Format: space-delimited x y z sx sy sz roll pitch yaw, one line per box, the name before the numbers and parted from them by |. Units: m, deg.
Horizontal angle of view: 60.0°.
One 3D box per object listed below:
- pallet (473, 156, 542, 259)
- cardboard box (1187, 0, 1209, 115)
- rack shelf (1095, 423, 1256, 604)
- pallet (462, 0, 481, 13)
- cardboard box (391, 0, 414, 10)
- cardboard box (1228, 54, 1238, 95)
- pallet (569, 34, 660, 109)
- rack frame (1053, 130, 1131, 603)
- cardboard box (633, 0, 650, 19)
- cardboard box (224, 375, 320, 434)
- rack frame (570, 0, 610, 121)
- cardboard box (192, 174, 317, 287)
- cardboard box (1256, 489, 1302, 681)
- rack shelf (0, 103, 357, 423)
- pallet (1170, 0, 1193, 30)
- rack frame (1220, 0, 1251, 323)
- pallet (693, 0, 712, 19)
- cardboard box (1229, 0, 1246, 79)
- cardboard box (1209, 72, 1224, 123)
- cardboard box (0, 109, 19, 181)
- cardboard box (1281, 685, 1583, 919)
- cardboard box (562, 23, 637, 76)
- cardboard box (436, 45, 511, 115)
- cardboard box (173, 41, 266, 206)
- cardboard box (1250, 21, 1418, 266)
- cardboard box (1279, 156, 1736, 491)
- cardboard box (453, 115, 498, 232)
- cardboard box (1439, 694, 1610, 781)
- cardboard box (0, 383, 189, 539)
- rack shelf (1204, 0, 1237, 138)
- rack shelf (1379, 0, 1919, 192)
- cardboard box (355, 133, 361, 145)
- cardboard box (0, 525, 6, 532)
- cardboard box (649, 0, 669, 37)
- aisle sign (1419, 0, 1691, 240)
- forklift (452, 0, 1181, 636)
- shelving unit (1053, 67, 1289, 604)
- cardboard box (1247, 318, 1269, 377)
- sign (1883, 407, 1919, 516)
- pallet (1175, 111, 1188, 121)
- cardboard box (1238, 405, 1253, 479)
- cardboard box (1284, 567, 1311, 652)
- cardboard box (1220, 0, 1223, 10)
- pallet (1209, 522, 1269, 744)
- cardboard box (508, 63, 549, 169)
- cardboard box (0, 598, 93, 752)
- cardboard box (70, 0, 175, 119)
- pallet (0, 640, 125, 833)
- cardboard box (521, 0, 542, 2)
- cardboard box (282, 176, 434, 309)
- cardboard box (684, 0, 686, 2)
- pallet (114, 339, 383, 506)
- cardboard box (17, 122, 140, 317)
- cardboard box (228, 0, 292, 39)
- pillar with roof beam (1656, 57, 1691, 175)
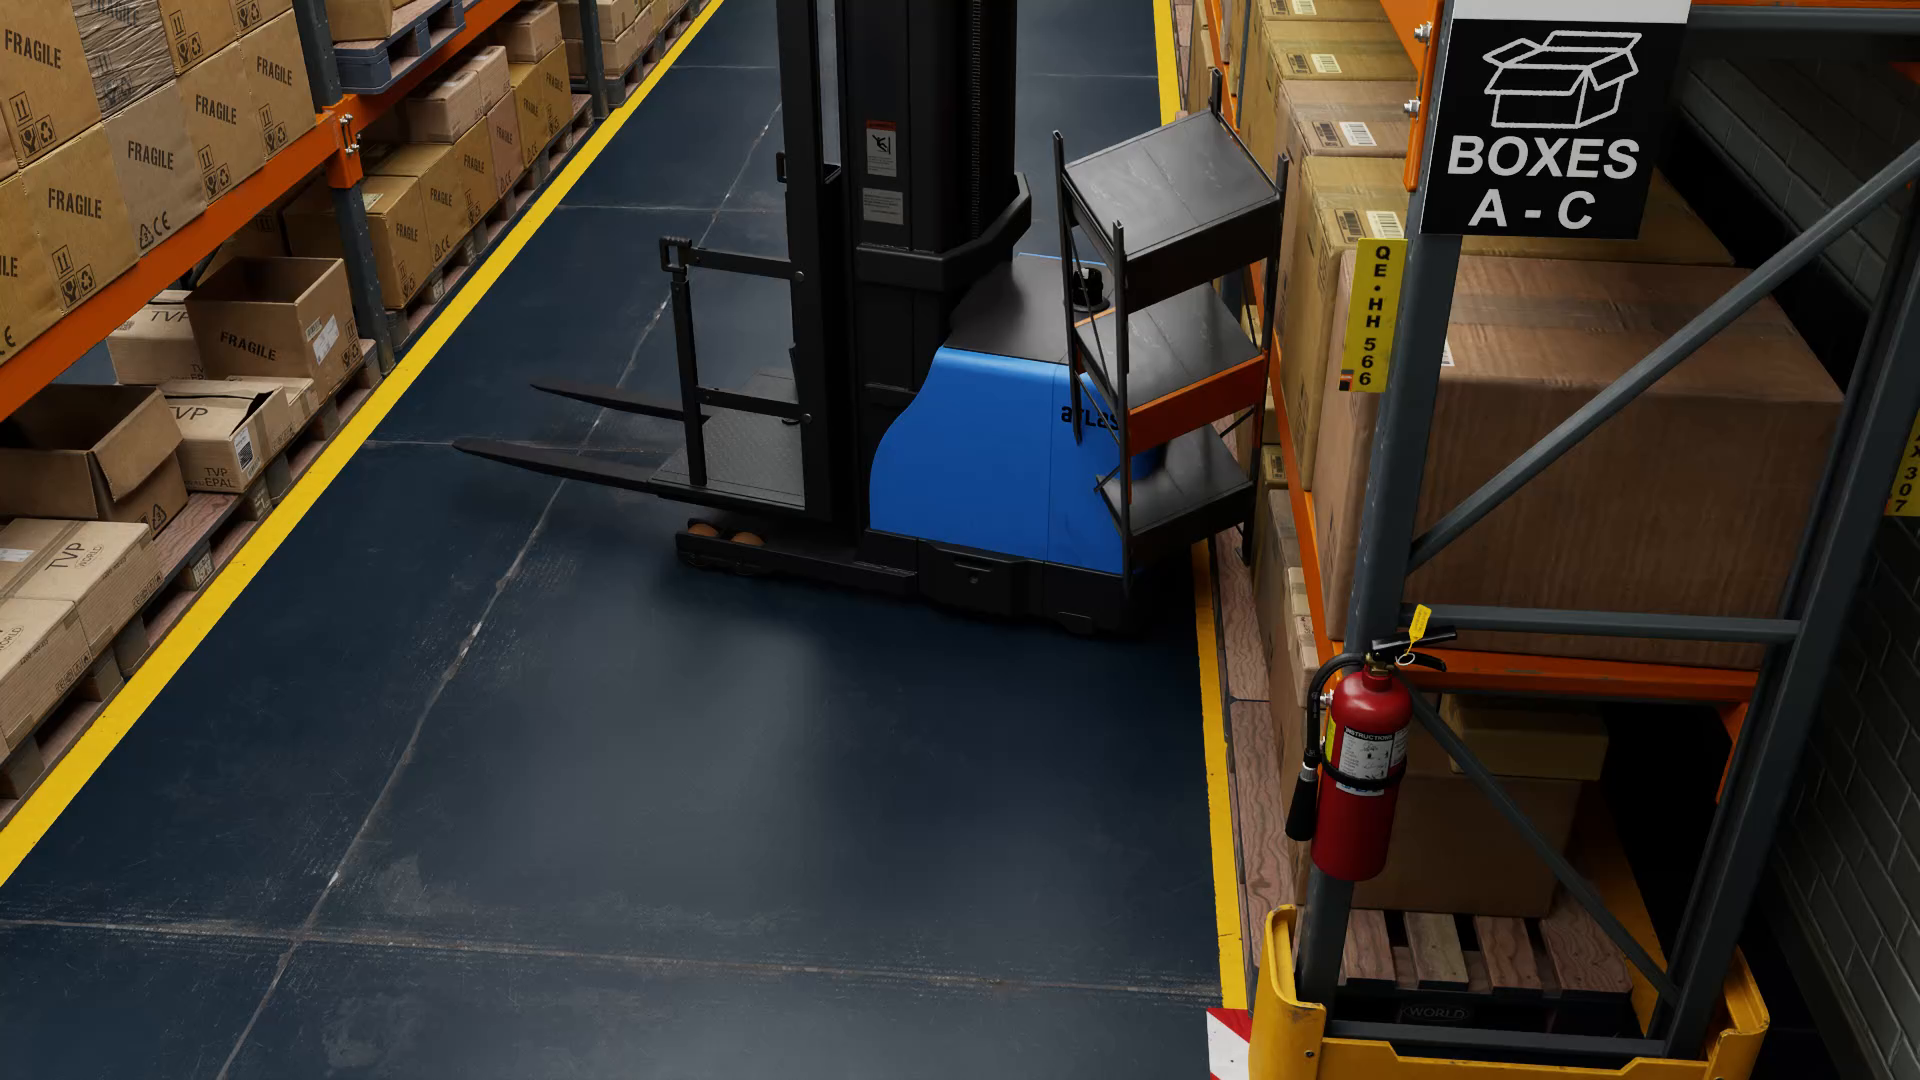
pallet | -3.132 -1.995 9.786 1.003 0.211 1.213 2 32 4
cardboard box | 1.815 -2.882 10.216 0.750 0.750 0.750 2 32 3
rack shelf | 0.734 -0.134 5.953 0.480 0.518 0.431 -23 59 -8
pallet | -3.086 -3.108 9.117 1.003 0.211 1.213 2 32 4
cardboard box | -3.003 -2.937 8.161 0.700 0.500 0.500 7 32 12
cardboard box | 1.422 -2.129 7.566 0.380 0.149 0.250 3 32 5
pallet | -2.826 -3.449 12.145 1.003 0.211 1.213 2 32 4
rack frame | 0.442 -0.413 5.316 0.015 2.100 0.400 -23 59 -8
cardboard box | -2.562 -3.990 12.052 0.500 0.311 0.500 2 32 3
cardboard box | -2.992 -0.580 7.130 0.380 0.149 0.250 2 32 4
rack frame | -2.932 -4.207 10.717 1.000 3.000 0.127 2 32 4
cardboard box | -3.503 -1.509 8.302 0.500 0.500 0.500 2 32 4
cardboard box | 1.393 0.176 5.587 0.700 0.500 0.500 1 32 2
rack shelf | -3.420 -0.763 5.815 1.077 0.370 4.000 2 32 4
pallet | 2.269 -4.495 13.842 1.003 0.211 1.213 2 32 4
rack frame | 1.680 -1.906 6.983 1.000 3.000 0.127 2 32 4
pallet | -2.627 -4.724 14.215 1.003 0.211 1.213 2 32 4
cardboard box | 1.466 -2.335 7.283 0.500 0.500 0.500 2 32 3
cardboard box | 1.673 -1.980 8.752 0.750 0.750 0.750 3 32 5
cardboard box | -3.204 -1.248 4.867 0.500 0.500 0.500 3 32 5
cardboard box | 1.312 0.701 4.736 0.700 0.500 0.500 2 32 4
cardboard box | -2.597 -3.476 11.752 0.500 0.250 0.500 2 32 4
cardboard box | -2.854 -2.585 9.335 0.500 0.250 0.500 2 32 3
cardboard box | -3.083 -1.616 6.418 0.500 0.500 0.500 3 32 5
cardboard box | 1.555 -1.369 5.826 0.980 0.700 0.700 2 32 3
cardboard box | 1.434 -0.590 4.562 0.980 0.700 0.700 2 32 4
cardboard box | -2.895 -2.021 9.134 0.500 0.500 0.500 3 32 5
cardboard box | 1.501 0.499 4.445 0.380 0.149 0.250 3 32 4
cardboard box | -3.405 -0.257 6.268 0.797 0.503 0.637 2 32 4
rack shelf | 1.843 -2.645 8.869 1.077 0.370 4.000 2 32 4
rack shelf | 1.517 -1.831 4.688 1.077 0.370 4.000 2 32 4
cardboard box | -3.413 -2.029 9.147 0.500 0.500 0.500 3 32 5
cardboard box | -3.677 0.169 5.818 0.500 0.250 0.500 2 32 4
cardboard box | -2.520 -4.011 12.621 0.500 0.250 0.500 2 32 3
aisle sign | 1.049 -0.896 2.867 0.394 0.787 0.004 2 32 4
forklift | -0.594 -1.357 6.159 3.031 2.935 1.130 10 33 16
shelving unit | 0.664 -0.508 5.349 0.503 2.100 0.431 -23 59 -8
cardboard box | 1.307 -0.738 6.453 0.380 0.149 0.250 3 32 6
sign | 1.907 -0.189 3.298 0.100 0.325 0.005 2 32 4
pallet | 1.866 -2.401 10.445 1.003 0.211 1.213 2 32 4
cardboard box | 1.473 -0.371 6.475 0.700 0.500 0.500 2 32 3
cardboard box | 1.160 0.216 4.904 0.380 0.149 0.250 3 32 5
cardboard box | 1.547 -2.865 8.142 0.500 0.500 0.500 3 32 4
pallet | 1.443 0.315 6.037 1.003 0.211 1.213 2 32 4
cardboard box | -2.817 -2.560 10.009 0.500 0.500 0.500 1 32 2
cardboard box | -3.216 0.426 5.401 0.500 0.250 0.500 2 32 4
cardboard box | -3.121 -1.776 5.725 0.500 0.500 0.500 3 32 4
pallet | -3.513 0.707 5.402 1.003 0.211 1.213 2 32 4
cardboard box | -3.135 -3.738 11.643 0.500 0.311 0.500 3 32 5
cardboard box | -2.975 -1.481 8.257 0.500 0.500 0.500 1 32 2
cardboard box | -2.435 -4.545 13.487 0.500 0.250 0.500 3 32 5
pallet | -3.314 -0.569 7.472 1.003 0.211 1.213 2 32 4
cardboard box | -3.162 -1.081 5.549 0.500 0.500 0.500 3 32 5
cardboard box | -3.041 -2.308 6.588 0.500 0.500 0.500 3 32 4
pillar with roof beam | -1.806 -4.240 5.054 9.100 9.000 0.400 2 32 4
